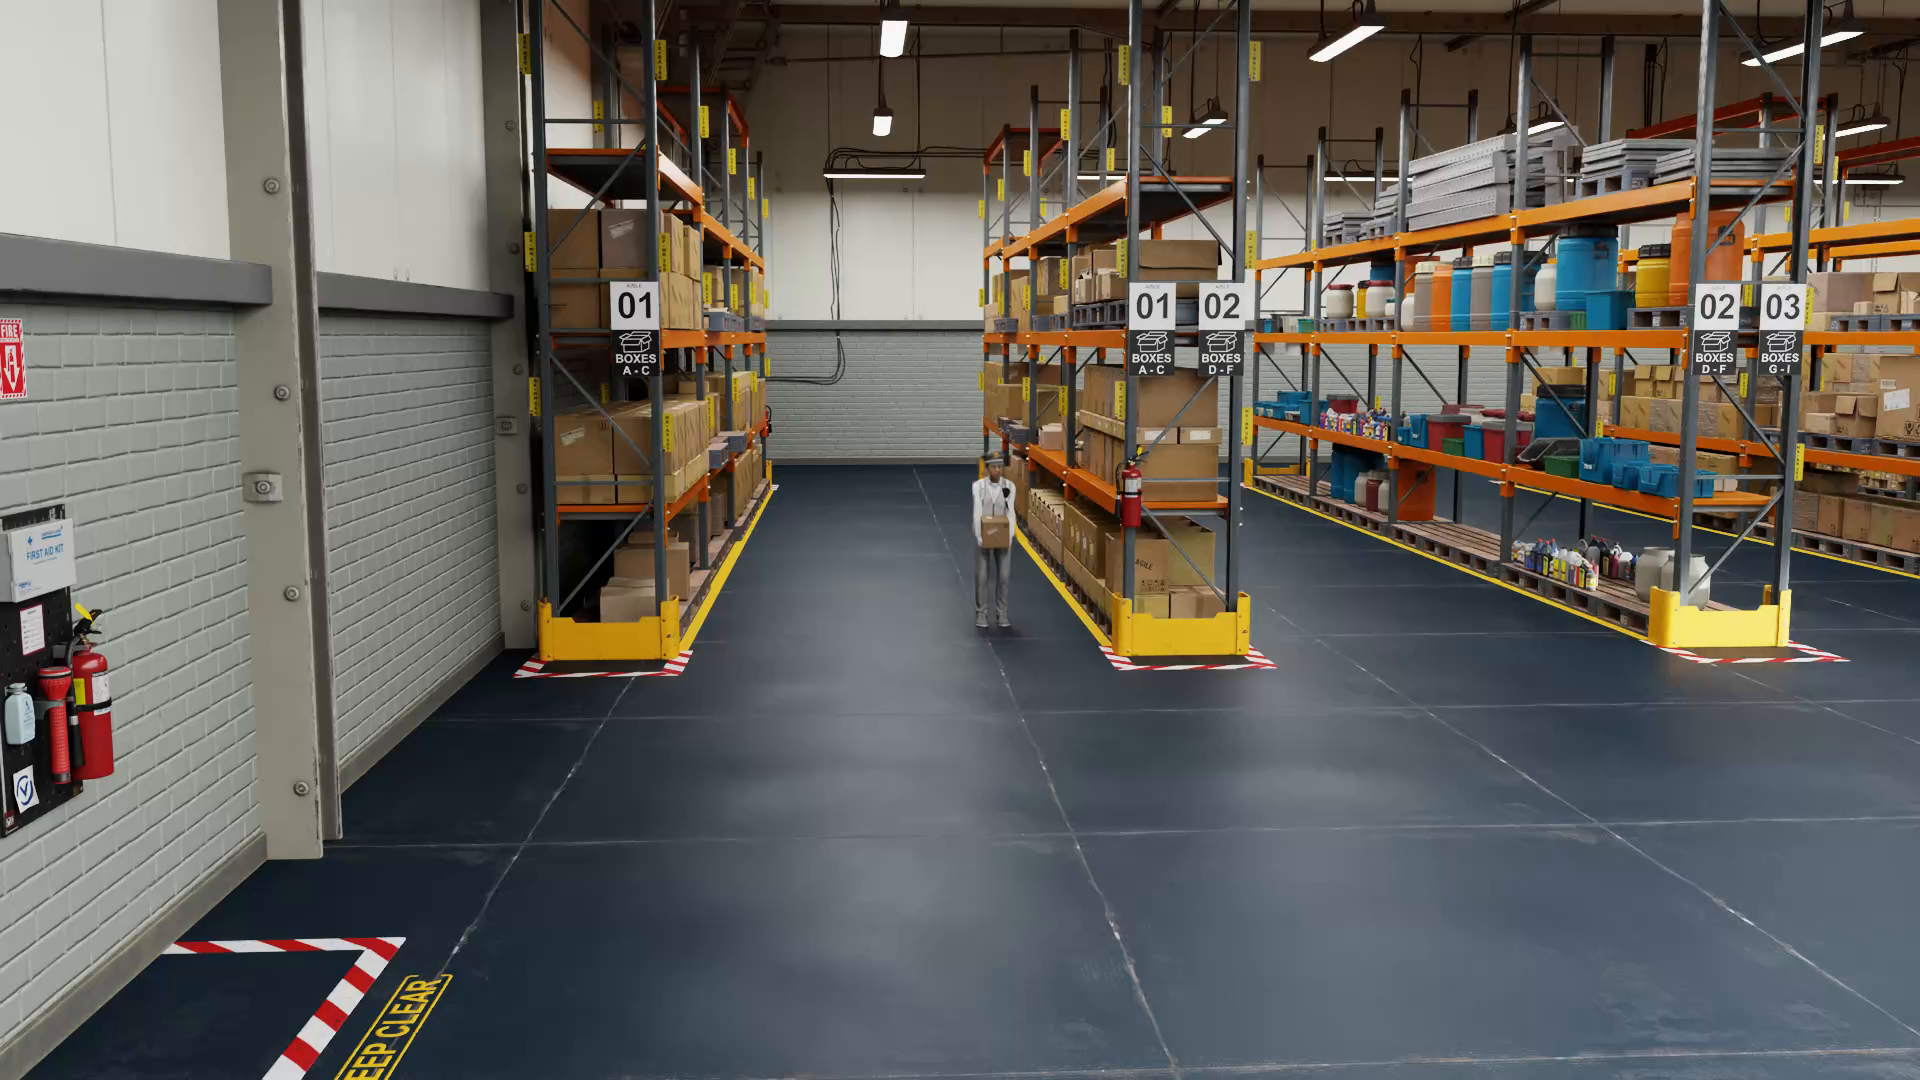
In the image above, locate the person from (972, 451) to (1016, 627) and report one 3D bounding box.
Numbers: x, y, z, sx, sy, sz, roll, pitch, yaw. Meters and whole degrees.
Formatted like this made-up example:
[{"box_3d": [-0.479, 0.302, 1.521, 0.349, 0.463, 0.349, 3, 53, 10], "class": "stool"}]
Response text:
[{"box_3d": [0.327, -0.010, 15.816, 0.417, 1.677, 0.535, -1, 7, -5], "class": "person"}]
